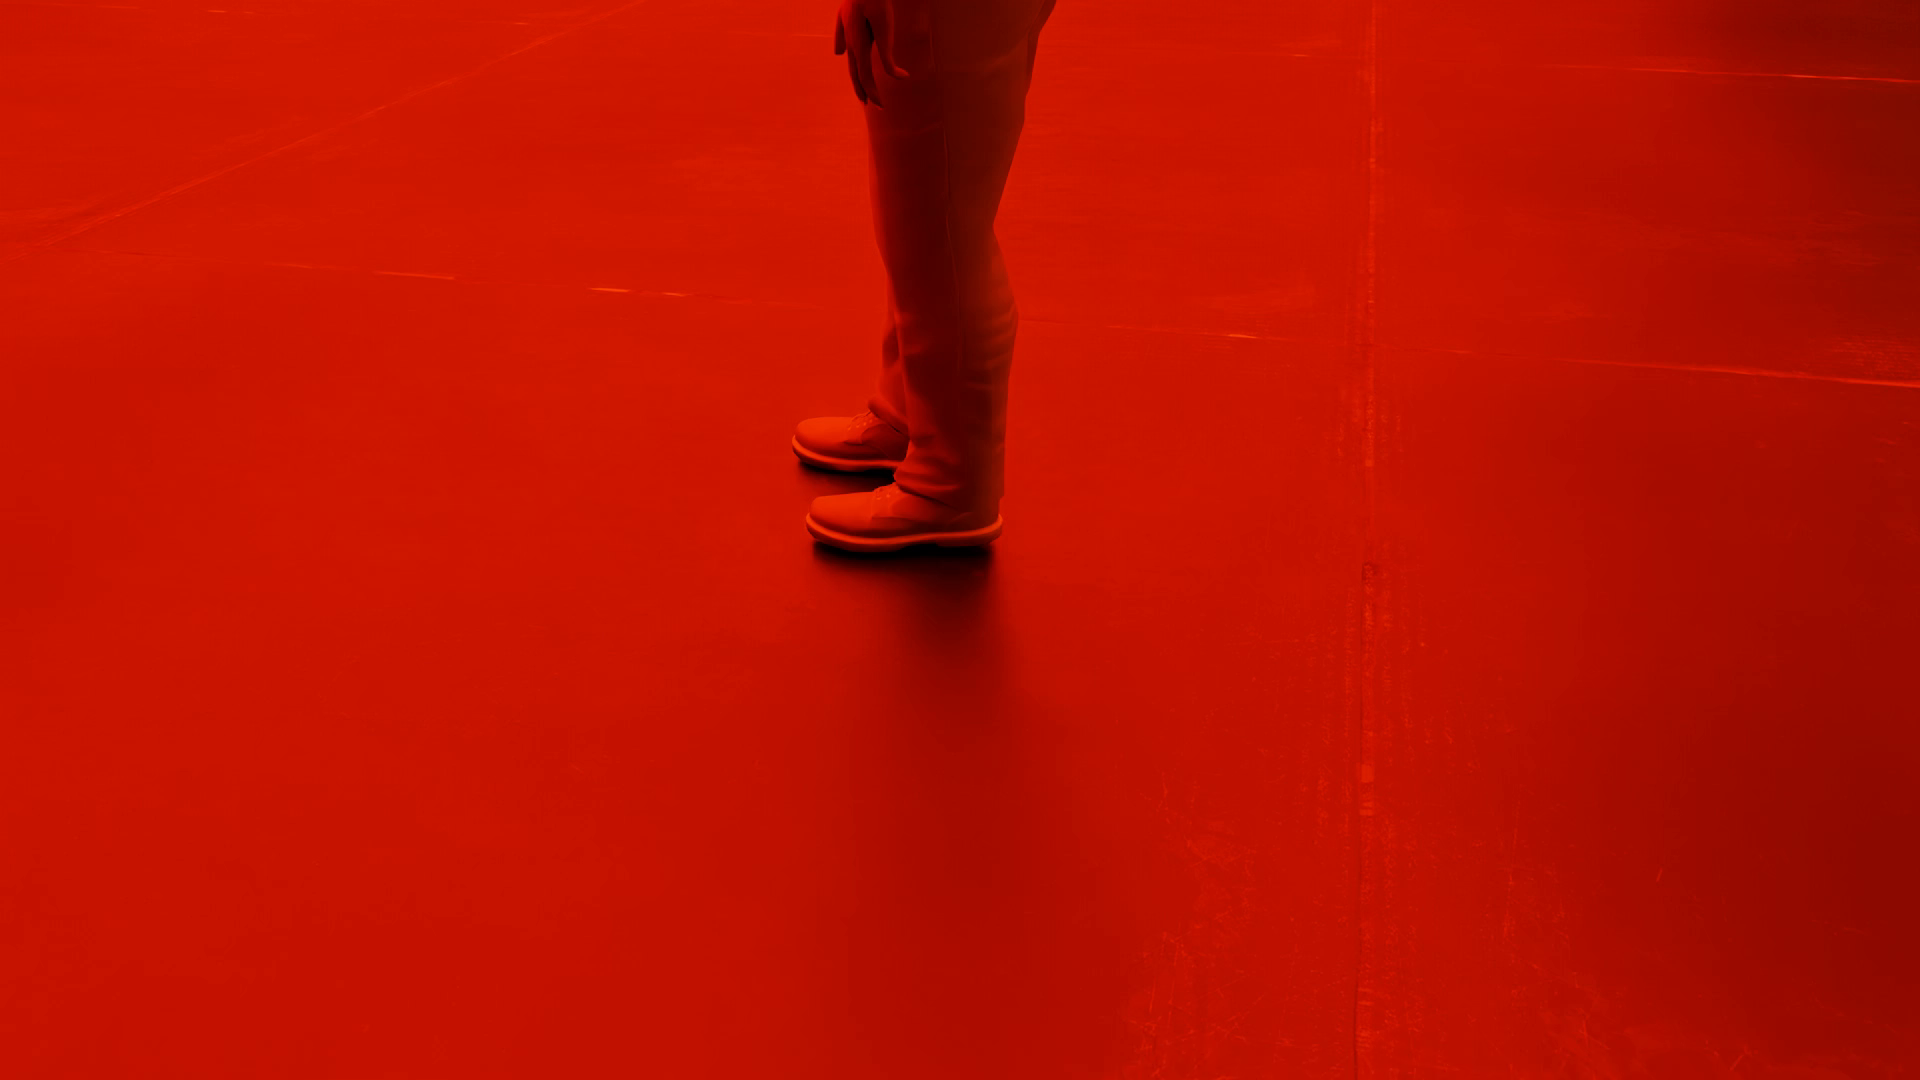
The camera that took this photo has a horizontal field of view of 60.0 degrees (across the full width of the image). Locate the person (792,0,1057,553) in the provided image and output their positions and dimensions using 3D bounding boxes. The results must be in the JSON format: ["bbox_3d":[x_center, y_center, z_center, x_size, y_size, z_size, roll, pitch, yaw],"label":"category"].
[{"bbox_3d":[-0.068,-0.779,2.147,0.530,1.695,0.569,6,27,11],"label":"person"}]
